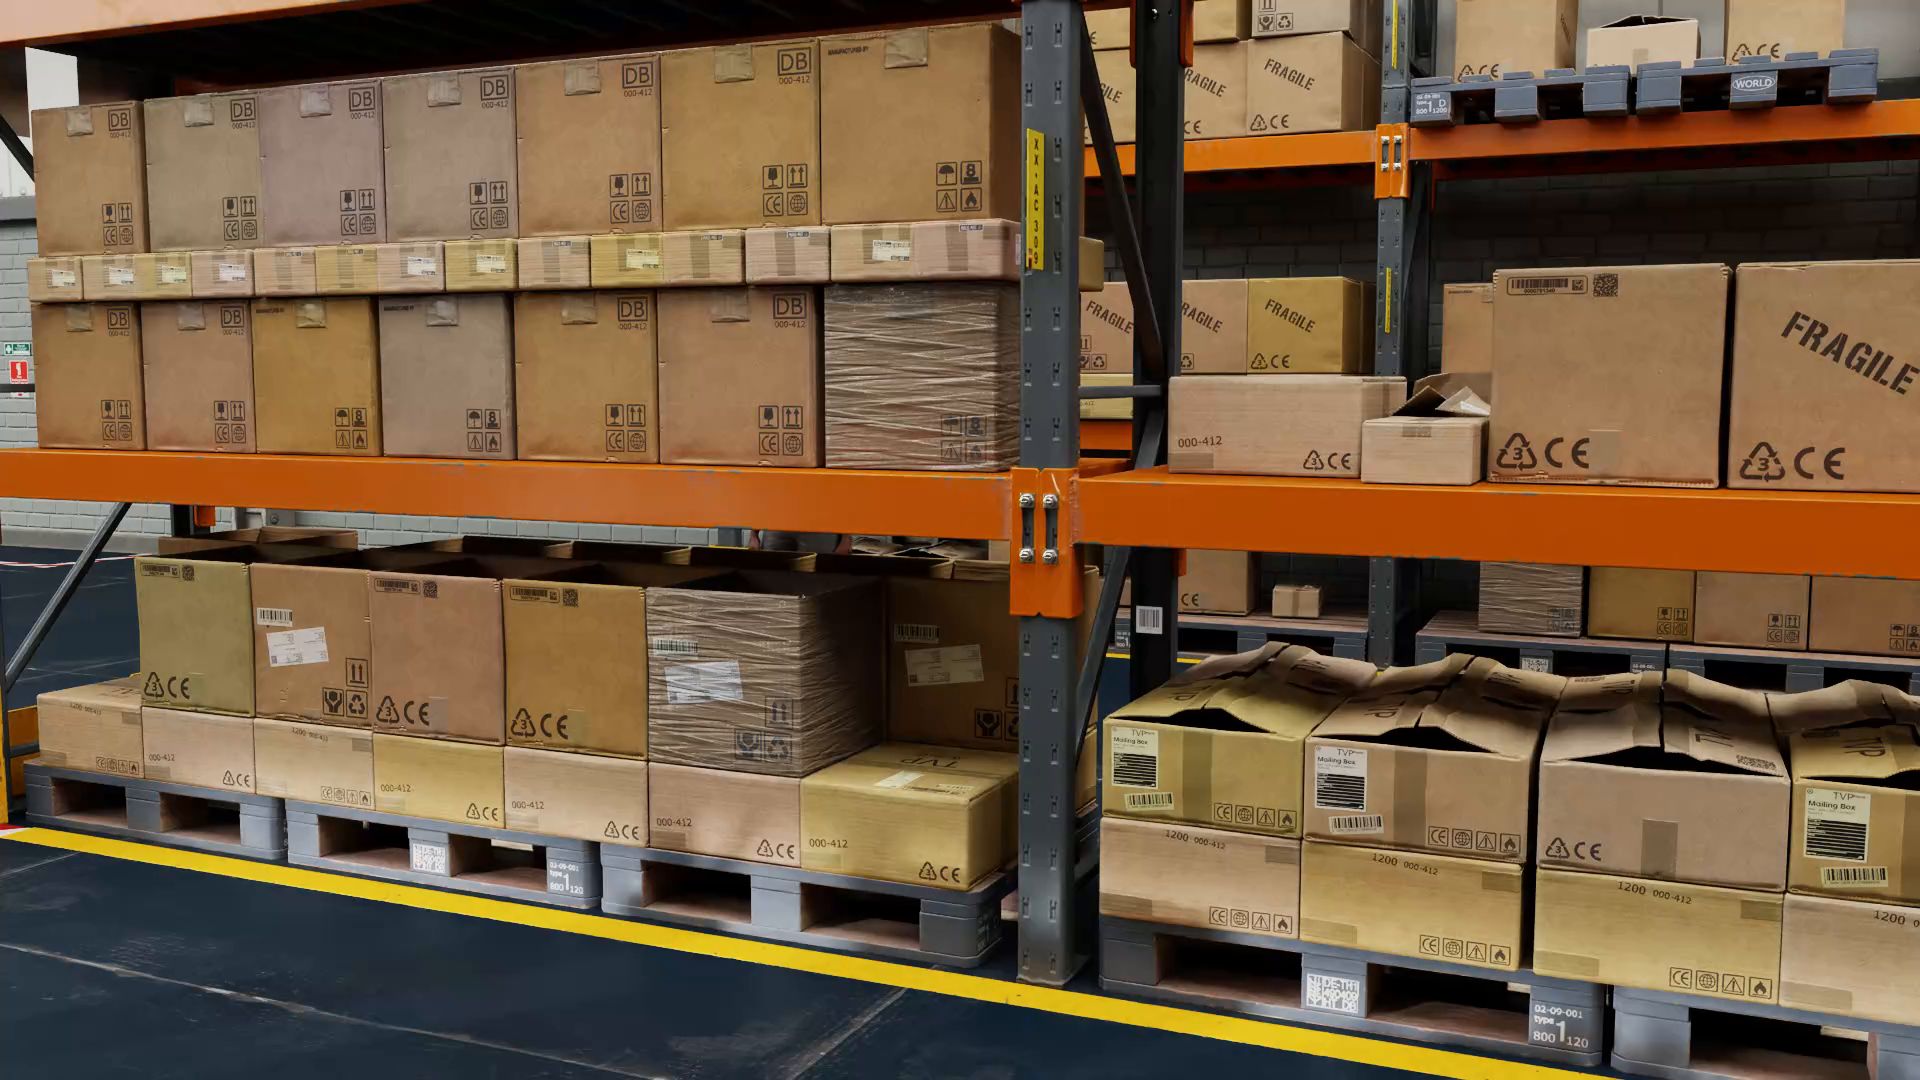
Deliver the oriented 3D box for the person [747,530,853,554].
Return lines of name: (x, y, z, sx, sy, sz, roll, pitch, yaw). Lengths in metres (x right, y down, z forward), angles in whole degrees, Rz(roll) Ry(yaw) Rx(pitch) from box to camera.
person: (-0.714, 0.000, 7.361, 0.532, 1.655, 0.349, 2, 6, 20)
